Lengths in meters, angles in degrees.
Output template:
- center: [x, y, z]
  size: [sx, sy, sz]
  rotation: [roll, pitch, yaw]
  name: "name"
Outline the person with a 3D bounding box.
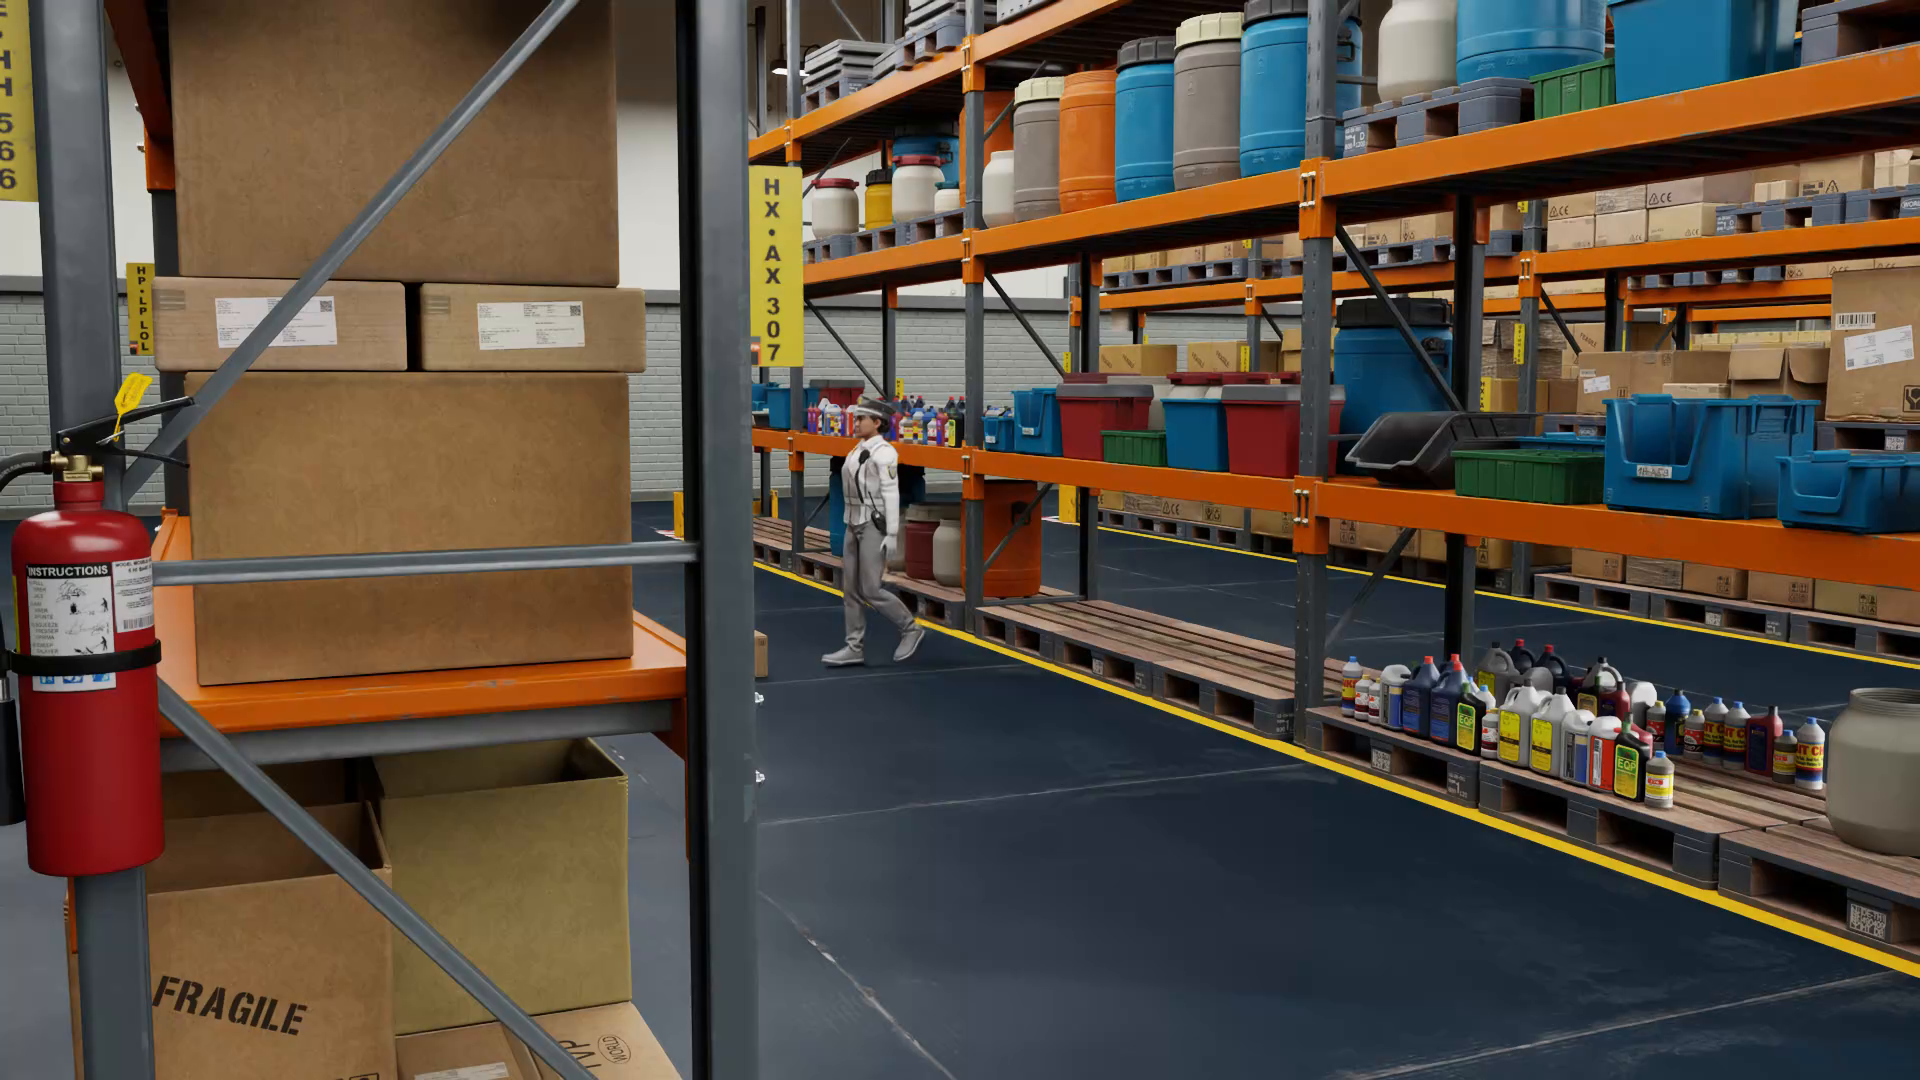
- center: [-0.554, -0.061, 10.389]
  size: [0.627, 1.681, 0.497]
  rotation: [-3, 6, -29]
  name: "person"
